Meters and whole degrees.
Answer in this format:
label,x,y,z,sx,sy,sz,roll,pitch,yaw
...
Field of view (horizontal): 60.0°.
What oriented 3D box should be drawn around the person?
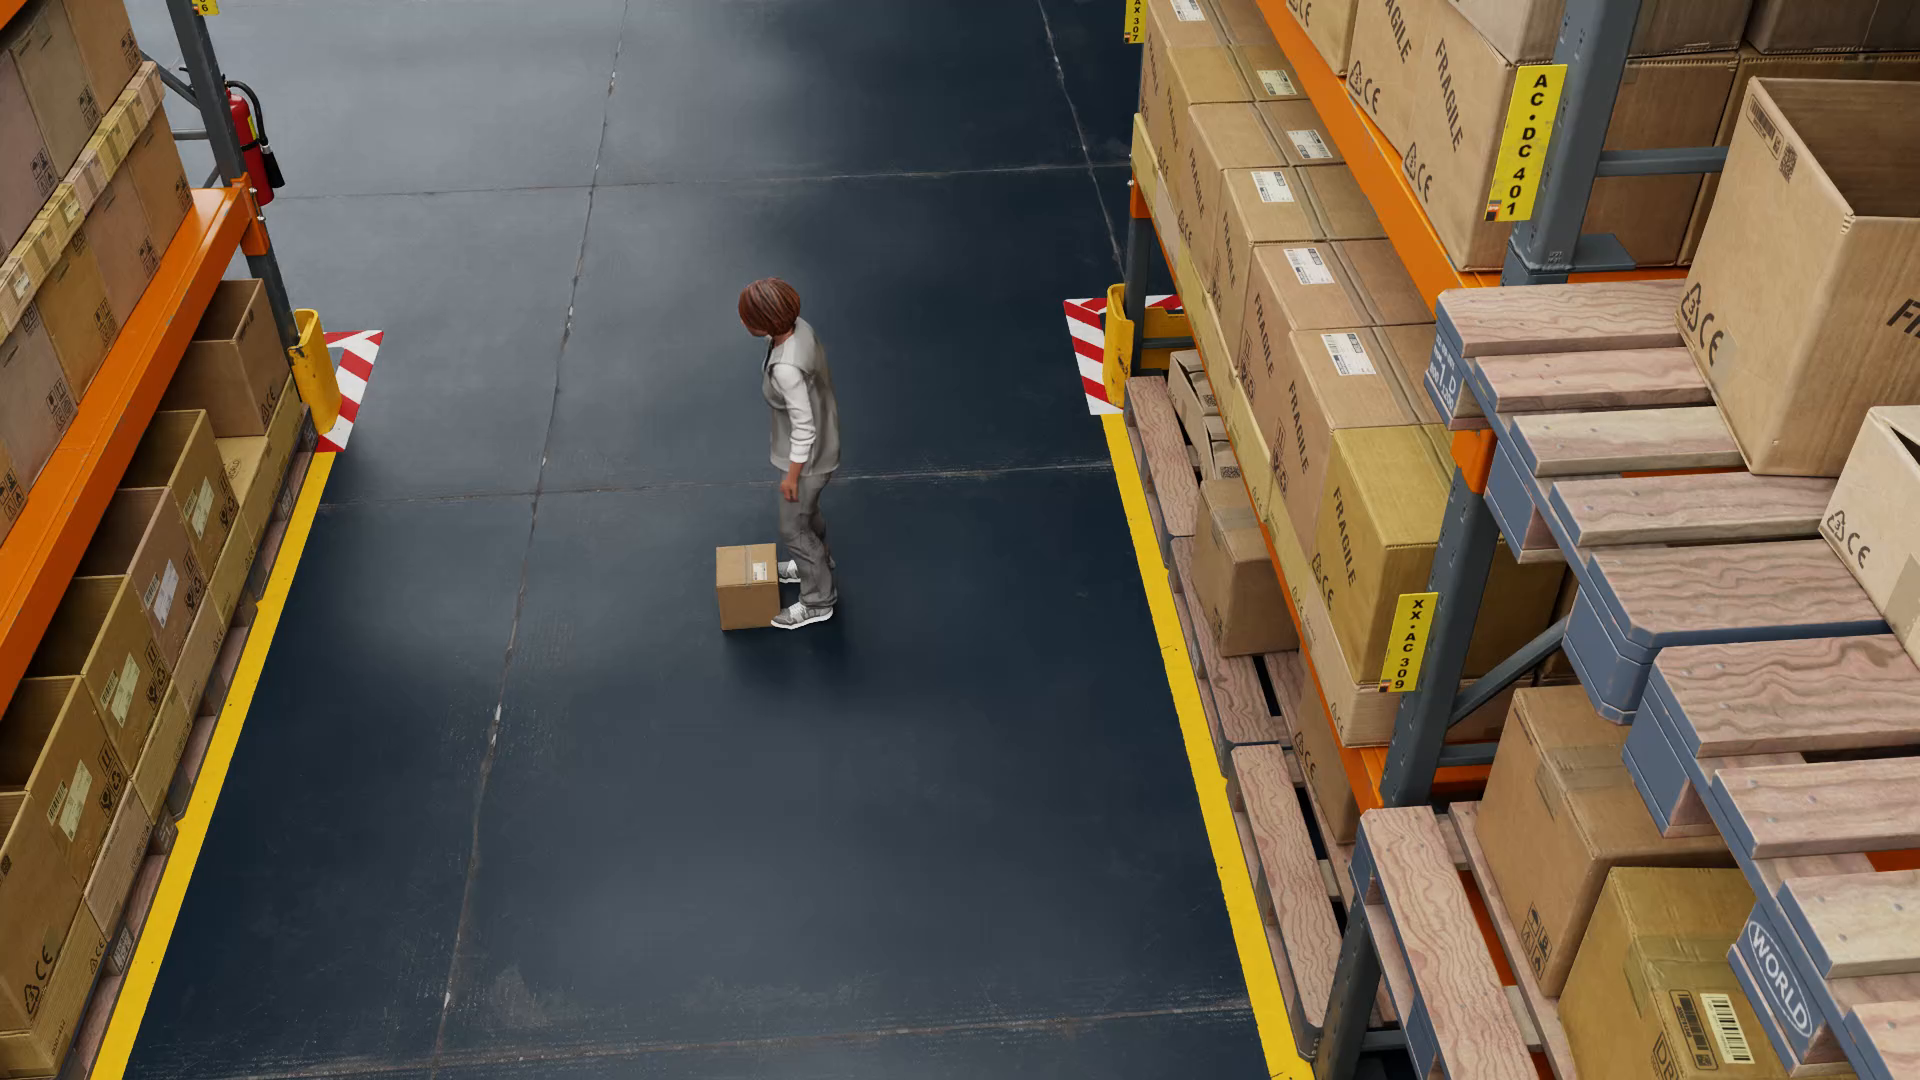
label,x,y,z,sx,sy,sz,roll,pitch,yaw
person,-0.640,-0.340,6.584,0.345,1.581,0.461,-4,40,-5
